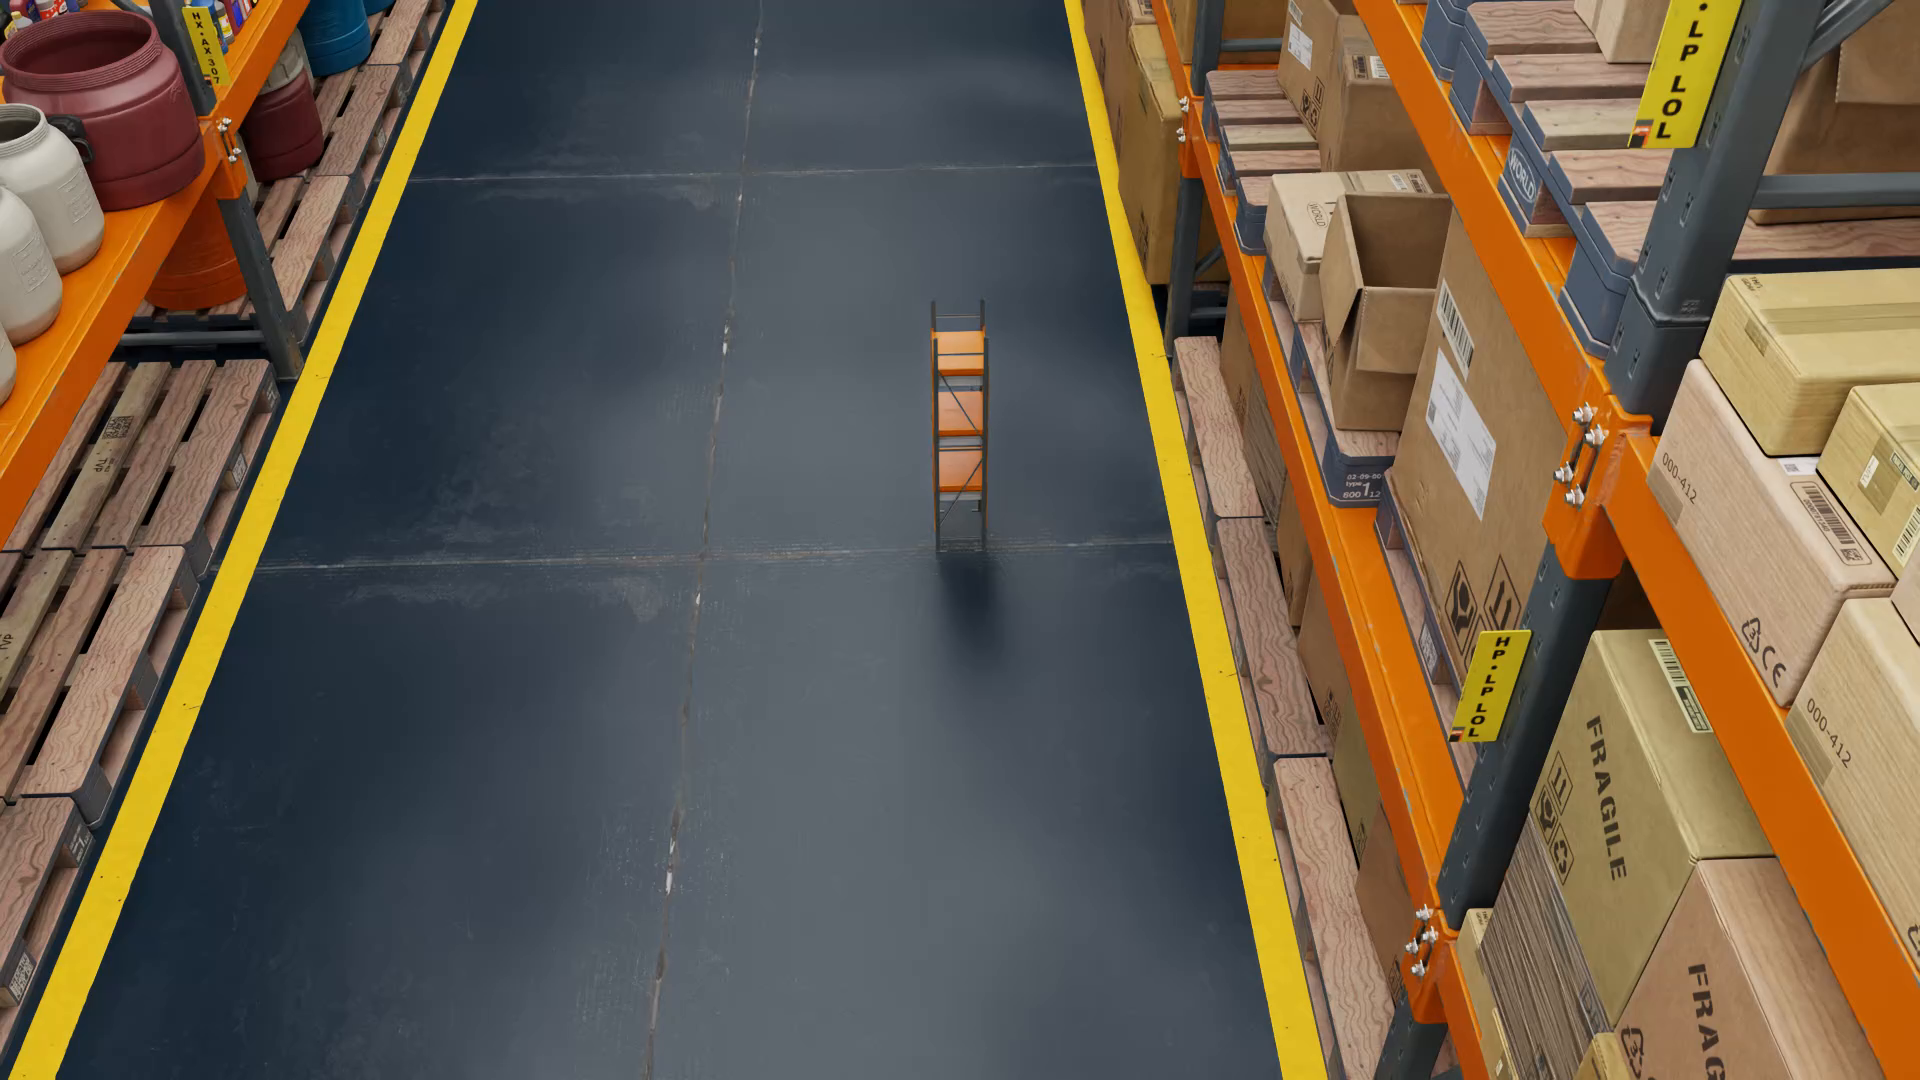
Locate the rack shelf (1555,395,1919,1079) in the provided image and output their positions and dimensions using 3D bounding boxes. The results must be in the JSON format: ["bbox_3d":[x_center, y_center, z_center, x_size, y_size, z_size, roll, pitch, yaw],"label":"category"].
[{"bbox_3d":[1.703,1.216,1.516,1.077,0.370,4.000,-2,43,-2],"label":"rack shelf"}]

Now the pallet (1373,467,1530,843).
[{"bbox_3d":[1.731,0.257,4.392,1.003,0.211,1.213,-2,43,-2],"label":"pallet"}]

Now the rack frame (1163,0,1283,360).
[{"bbox_3d":[1.448,-1.994,6.705,1.000,3.000,0.127,-2,43,-2],"label":"rack frame"}]

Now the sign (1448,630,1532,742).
[{"bbox_3d":[1.064,0.298,3.348,0.100,0.325,0.005,-2,43,-2],"label":"sign"}]

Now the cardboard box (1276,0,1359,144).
[{"bbox_3d":[1.511,-1.822,6.133,0.500,0.500,0.500,-6,43,-7],"label":"cardboard box"}]

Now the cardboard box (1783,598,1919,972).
[{"bbox_3d":[1.409,0.324,2.068,0.500,0.250,0.500,-2,43,-2],"label":"cardboard box"}]

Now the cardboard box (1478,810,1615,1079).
[{"bbox_3d":[1.576,0.865,3.292,0.875,0.500,0.500,-2,43,-2],"label":"cardboard box"}]

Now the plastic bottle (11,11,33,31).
[{"bbox_3d":[-3.930,-2.118,6.988,0.097,0.201,0.097,0,43,0],"label":"plastic bottle"}]

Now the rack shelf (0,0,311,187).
[{"bbox_3d":[-3.585,-2.937,8.267,1.077,0.370,4.000,-2,43,-2],"label":"rack shelf"}]

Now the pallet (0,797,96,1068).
[{"bbox_3d":[-3.402,1.347,5.124,1.003,0.211,1.213,-2,43,-2],"label":"pallet"}]

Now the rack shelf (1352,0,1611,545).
[{"bbox_3d":[1.533,-1.484,4.462,1.077,0.370,4.000,-2,43,-2],"label":"rack shelf"}]

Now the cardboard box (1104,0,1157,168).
[{"bbox_3d":[1.410,-2.434,8.447,1.225,0.875,0.875,-2,43,-2],"label":"cardboard box"}]

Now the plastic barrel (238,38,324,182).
[{"bbox_3d":[-3.586,-2.210,8.415,0.600,0.588,0.708,-2,43,-2],"label":"plastic barrel"}]

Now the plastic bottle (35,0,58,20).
[{"bbox_3d":[-3.940,-2.274,7.158,0.097,0.201,0.097,0,43,0],"label":"plastic bottle"}]

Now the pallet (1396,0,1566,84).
[{"bbox_3d":[1.651,-1.450,4.031,1.213,0.211,1.003,-2,43,-2],"label":"pallet"}]

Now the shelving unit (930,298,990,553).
[{"bbox_3d":[-0.002,-0.423,6.435,0.215,1.050,0.252,-2,43,-2],"label":"shelving unit"}]

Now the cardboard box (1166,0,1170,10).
[{"bbox_3d":[1.165,-2.694,7.395,0.500,0.500,0.500,-2,43,-2],"label":"cardboard box"}]

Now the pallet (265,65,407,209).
[{"bbox_3d":[-3.624,-2.177,8.968,1.003,0.211,1.213,-2,43,-2],"label":"pallet"}]

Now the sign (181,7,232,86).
[{"bbox_3d":[-2.951,-1.933,6.518,0.100,0.325,0.005,-2,43,-2],"label":"sign"}]

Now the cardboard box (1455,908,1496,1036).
[{"bbox_3d":[1.327,0.953,3.677,0.380,0.149,0.250,-2,43,-2],"label":"cardboard box"}]

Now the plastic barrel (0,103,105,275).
[{"bbox_3d":[-3.243,-1.205,5.762,0.421,0.512,0.421,0,43,0],"label":"plastic barrel"}]

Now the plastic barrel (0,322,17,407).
[{"bbox_3d":[-3.201,-0.641,5.129,0.433,0.535,0.433,0,43,0],"label":"plastic barrel"}]

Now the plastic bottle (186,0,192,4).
[{"bbox_3d":[-3.339,-2.376,7.270,0.097,0.201,0.097,0,43,0],"label":"plastic bottle"}]

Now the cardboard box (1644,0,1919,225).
[{"bbox_3d":[1.697,-0.912,2.918,0.797,0.503,0.637,-4,43,-4],"label":"cardboard box"}]

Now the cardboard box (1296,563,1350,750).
[{"bbox_3d":[1.588,0.350,5.672,0.700,0.500,0.500,-5,43,-5],"label":"cardboard box"}]

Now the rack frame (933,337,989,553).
[{"bbox_3d":[0.003,-0.341,6.345,0.200,1.050,0.008,-2,43,-2],"label":"rack frame"}]

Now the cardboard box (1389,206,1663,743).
[{"bbox_3d":[1.724,-0.210,4.004,1.000,1.000,1.000,-1,43,-2],"label":"cardboard box"}]

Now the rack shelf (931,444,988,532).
[{"bbox_3d":[-0.002,-0.210,6.630,0.215,0.259,0.240,-2,43,-2],"label":"rack shelf"}]

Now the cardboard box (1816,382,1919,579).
[{"bbox_3d":[1.404,-0.085,2.219,0.380,0.149,0.250,-4,43,-4],"label":"cardboard box"}]

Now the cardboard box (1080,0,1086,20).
[{"bbox_3d":[1.326,-3.634,9.757,1.225,0.875,0.875,-2,43,-2],"label":"cardboard box"}]

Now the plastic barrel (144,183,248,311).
[{"bbox_3d":[-3.538,-1.536,7.502,0.600,0.830,0.708,-2,43,-2],"label":"plastic barrel"}]

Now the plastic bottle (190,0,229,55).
[{"bbox_3d":[-3.173,-2.185,7.009,0.097,0.271,0.097,0,43,0],"label":"plastic bottle"}]

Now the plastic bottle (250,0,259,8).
[{"bbox_3d":[-3.175,-2.514,7.360,0.061,0.283,0.133,-2,43,-2],"label":"plastic bottle"}]

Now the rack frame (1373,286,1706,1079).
[{"bbox_3d":[1.618,0.706,3.759,1.000,3.000,0.127,-2,43,-2],"label":"rack frame"}]

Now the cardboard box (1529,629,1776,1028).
[{"bbox_3d":[1.383,0.502,2.948,0.500,0.500,0.500,-2,43,-2],"label":"cardboard box"}]

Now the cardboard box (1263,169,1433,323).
[{"bbox_3d":[1.290,-0.955,5.373,0.500,0.250,0.500,-3,43,-3],"label":"cardboard box"}]

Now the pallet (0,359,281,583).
[{"bbox_3d":[-3.506,-0.300,6.921,1.003,0.211,1.213,-2,43,-2],"label":"pallet"}]

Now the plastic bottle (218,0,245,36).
[{"bbox_3d":[-3.164,-2.333,7.162,0.061,0.283,0.133,-2,43,-2],"label":"plastic bottle"}]

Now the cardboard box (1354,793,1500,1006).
[{"bbox_3d":[1.614,1.051,4.908,0.700,0.500,0.500,-5,43,-5],"label":"cardboard box"}]

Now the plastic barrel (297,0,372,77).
[{"bbox_3d":[-3.634,-3.088,9.141,0.600,0.901,0.708,-2,43,-2],"label":"plastic barrel"}]

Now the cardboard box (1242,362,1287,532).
[{"bbox_3d":[1.533,-0.409,6.500,0.700,0.500,0.500,-5,43,-5],"label":"cardboard box"}]

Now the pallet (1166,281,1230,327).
[{"bbox_3d":[1.490,-1.500,8.231,1.003,0.211,1.213,-2,43,-2],"label":"pallet"}]

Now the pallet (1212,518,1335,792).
[{"bbox_3d":[1.529,0.383,6.176,1.003,0.211,1.213,-2,43,-2],"label":"pallet"}]

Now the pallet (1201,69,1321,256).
[{"bbox_3d":[1.585,-1.445,6.249,1.213,0.211,1.003,-2,43,-2],"label":"pallet"}]

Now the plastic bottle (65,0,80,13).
[{"bbox_3d":[-3.948,-2.431,7.277,0.097,0.271,0.097,0,43,0],"label":"plastic bottle"}]
